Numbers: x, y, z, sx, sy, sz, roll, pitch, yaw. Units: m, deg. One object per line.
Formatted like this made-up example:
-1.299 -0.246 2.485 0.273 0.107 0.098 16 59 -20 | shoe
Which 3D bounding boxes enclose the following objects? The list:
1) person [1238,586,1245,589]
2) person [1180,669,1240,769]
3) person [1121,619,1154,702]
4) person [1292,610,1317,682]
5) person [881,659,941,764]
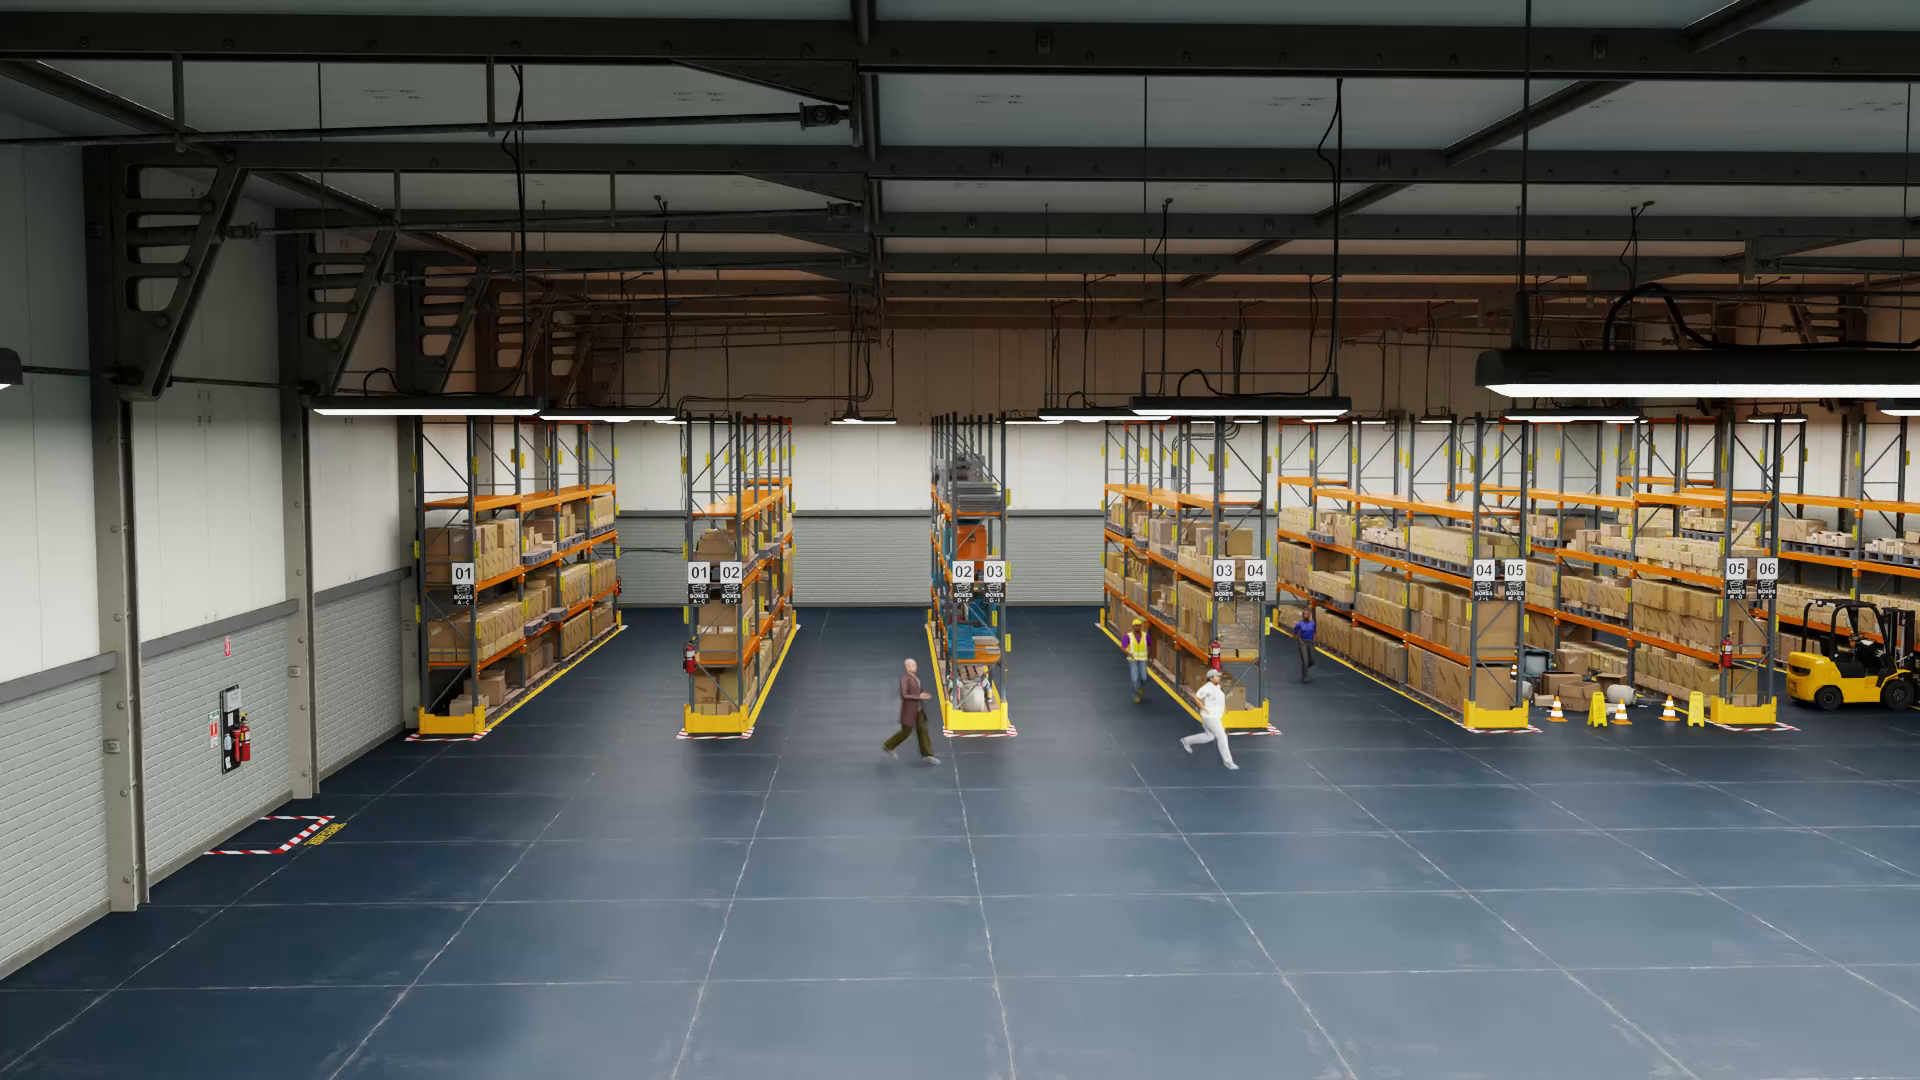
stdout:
7.824 1.772 46.300 0.595 1.629 0.662 0 4 2 | person
4.256 3.009 28.081 1.015 1.672 0.578 2 4 23 | person
3.699 2.509 34.599 0.698 1.723 0.579 0 4 -3 | person
7.771 2.372 37.439 0.574 1.602 0.586 -1 4 -8 | person
-0.827 2.890 28.138 1.070 1.773 0.707 2 4 24 | person
